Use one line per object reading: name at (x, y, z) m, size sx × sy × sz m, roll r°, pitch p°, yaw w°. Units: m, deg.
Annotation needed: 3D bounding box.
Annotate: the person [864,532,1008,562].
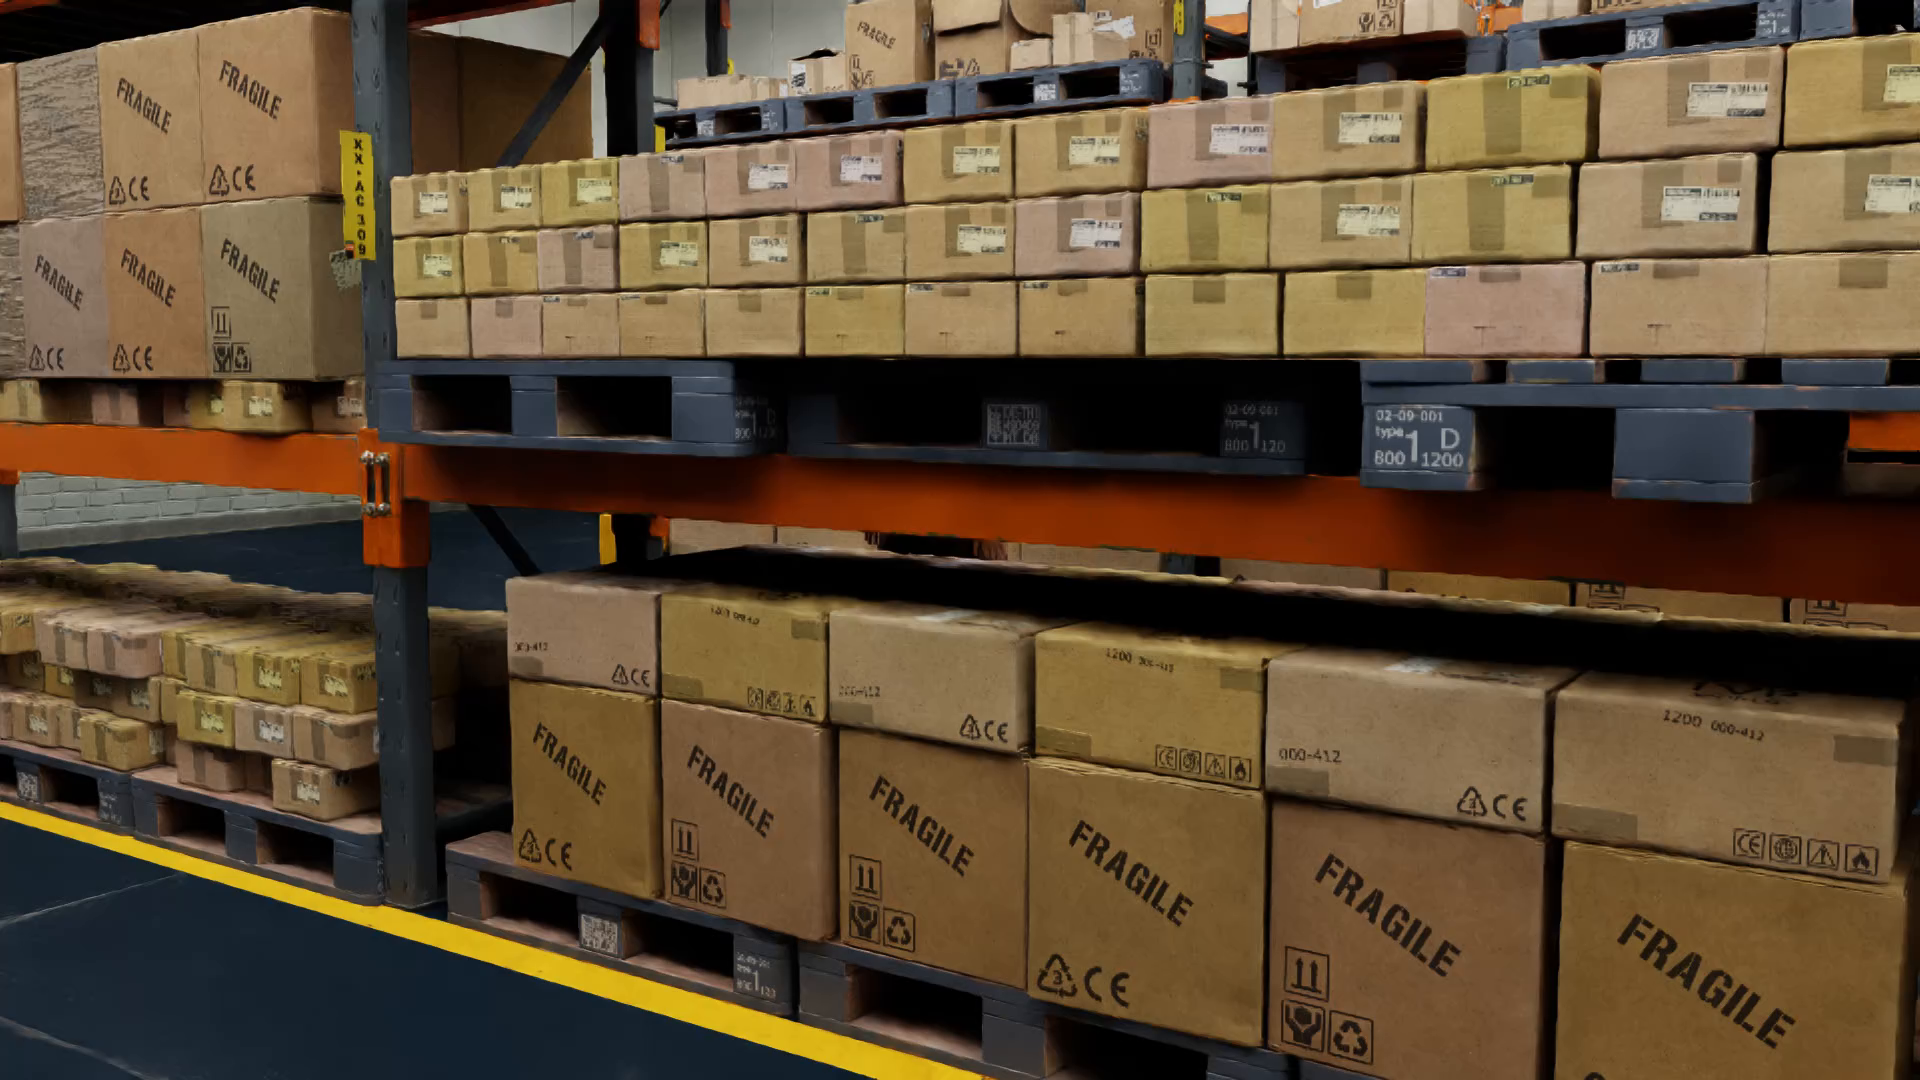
person at (-0.150, -0.075, 6.233) m, size 0.678 × 1.774 × 0.774 m, roll -5°, pitch 8°, yaw -39°
